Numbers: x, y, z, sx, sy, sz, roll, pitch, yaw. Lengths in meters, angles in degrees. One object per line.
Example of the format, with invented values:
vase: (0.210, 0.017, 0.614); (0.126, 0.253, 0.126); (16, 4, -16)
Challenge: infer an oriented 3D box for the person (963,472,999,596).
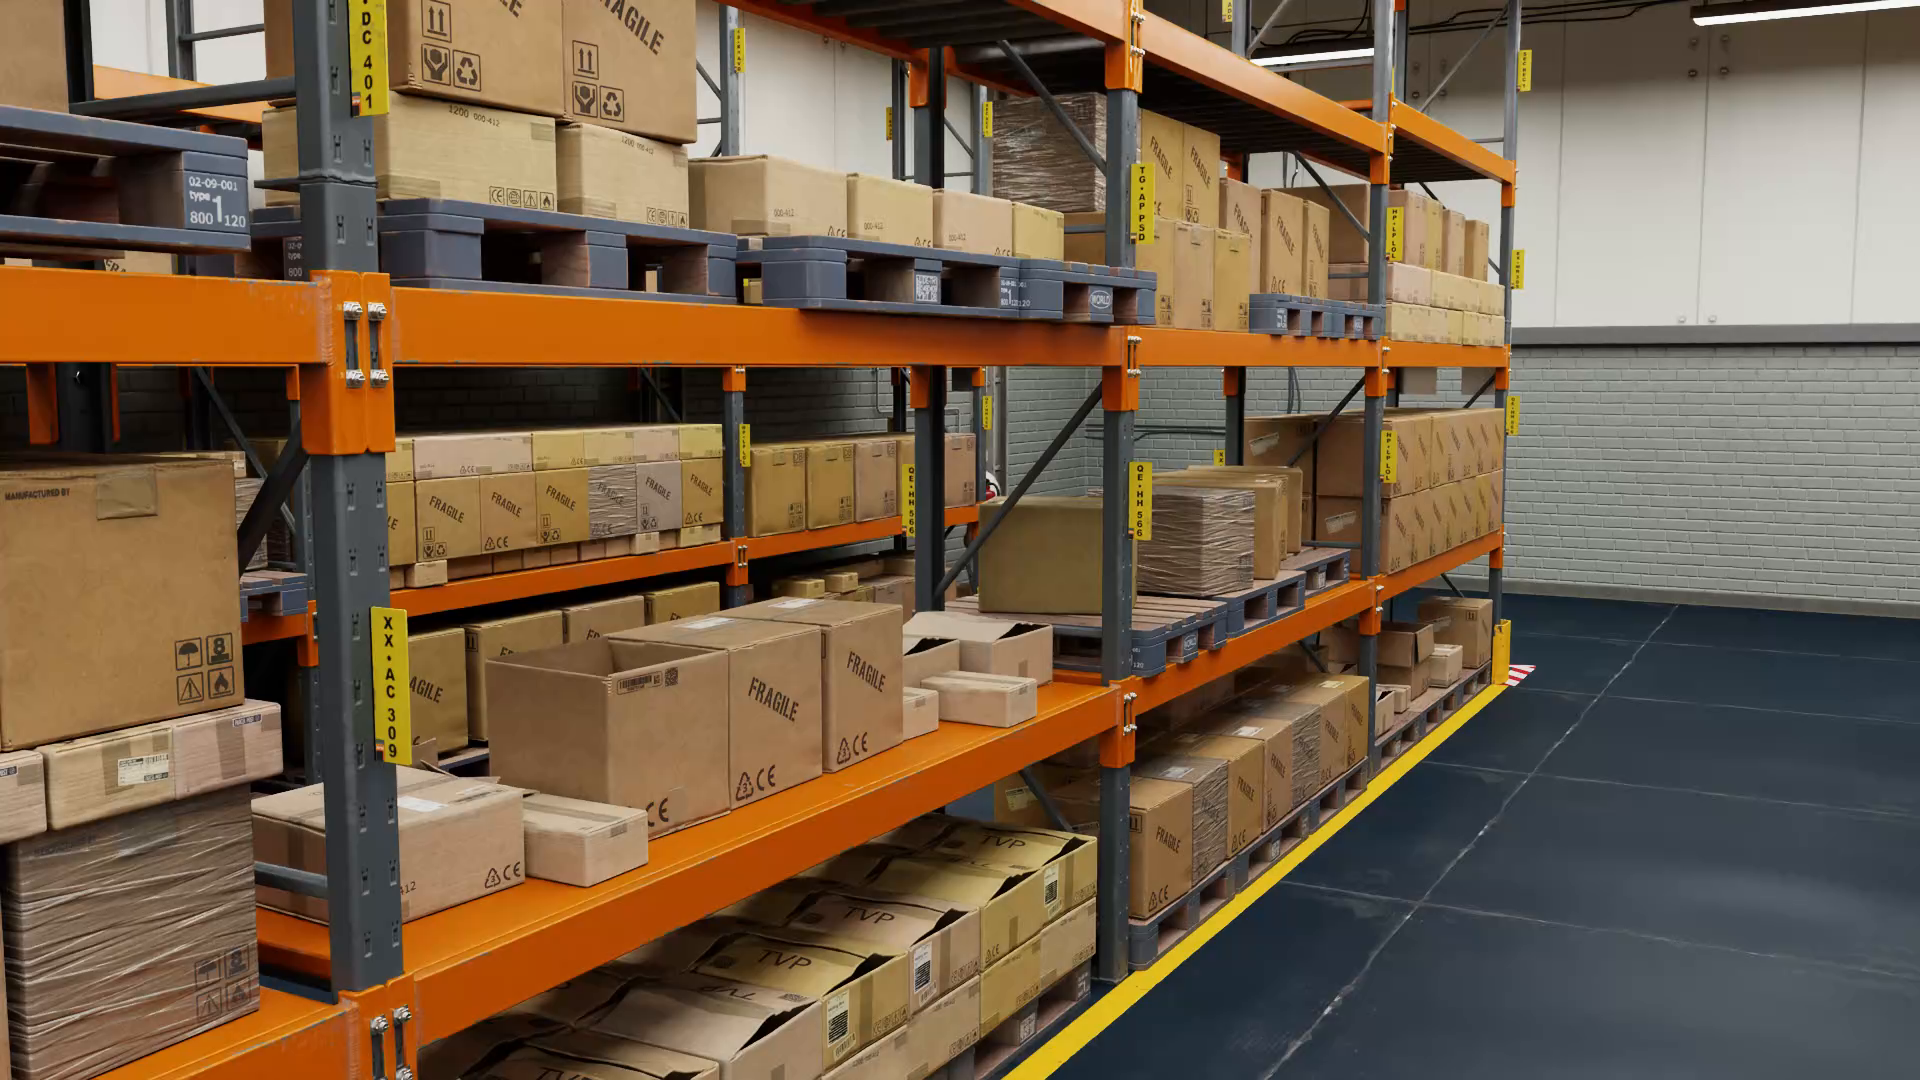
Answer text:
person: (0.203, -0.109, 18.118); (0.460, 1.759, 0.629); (3, 7, 25)
